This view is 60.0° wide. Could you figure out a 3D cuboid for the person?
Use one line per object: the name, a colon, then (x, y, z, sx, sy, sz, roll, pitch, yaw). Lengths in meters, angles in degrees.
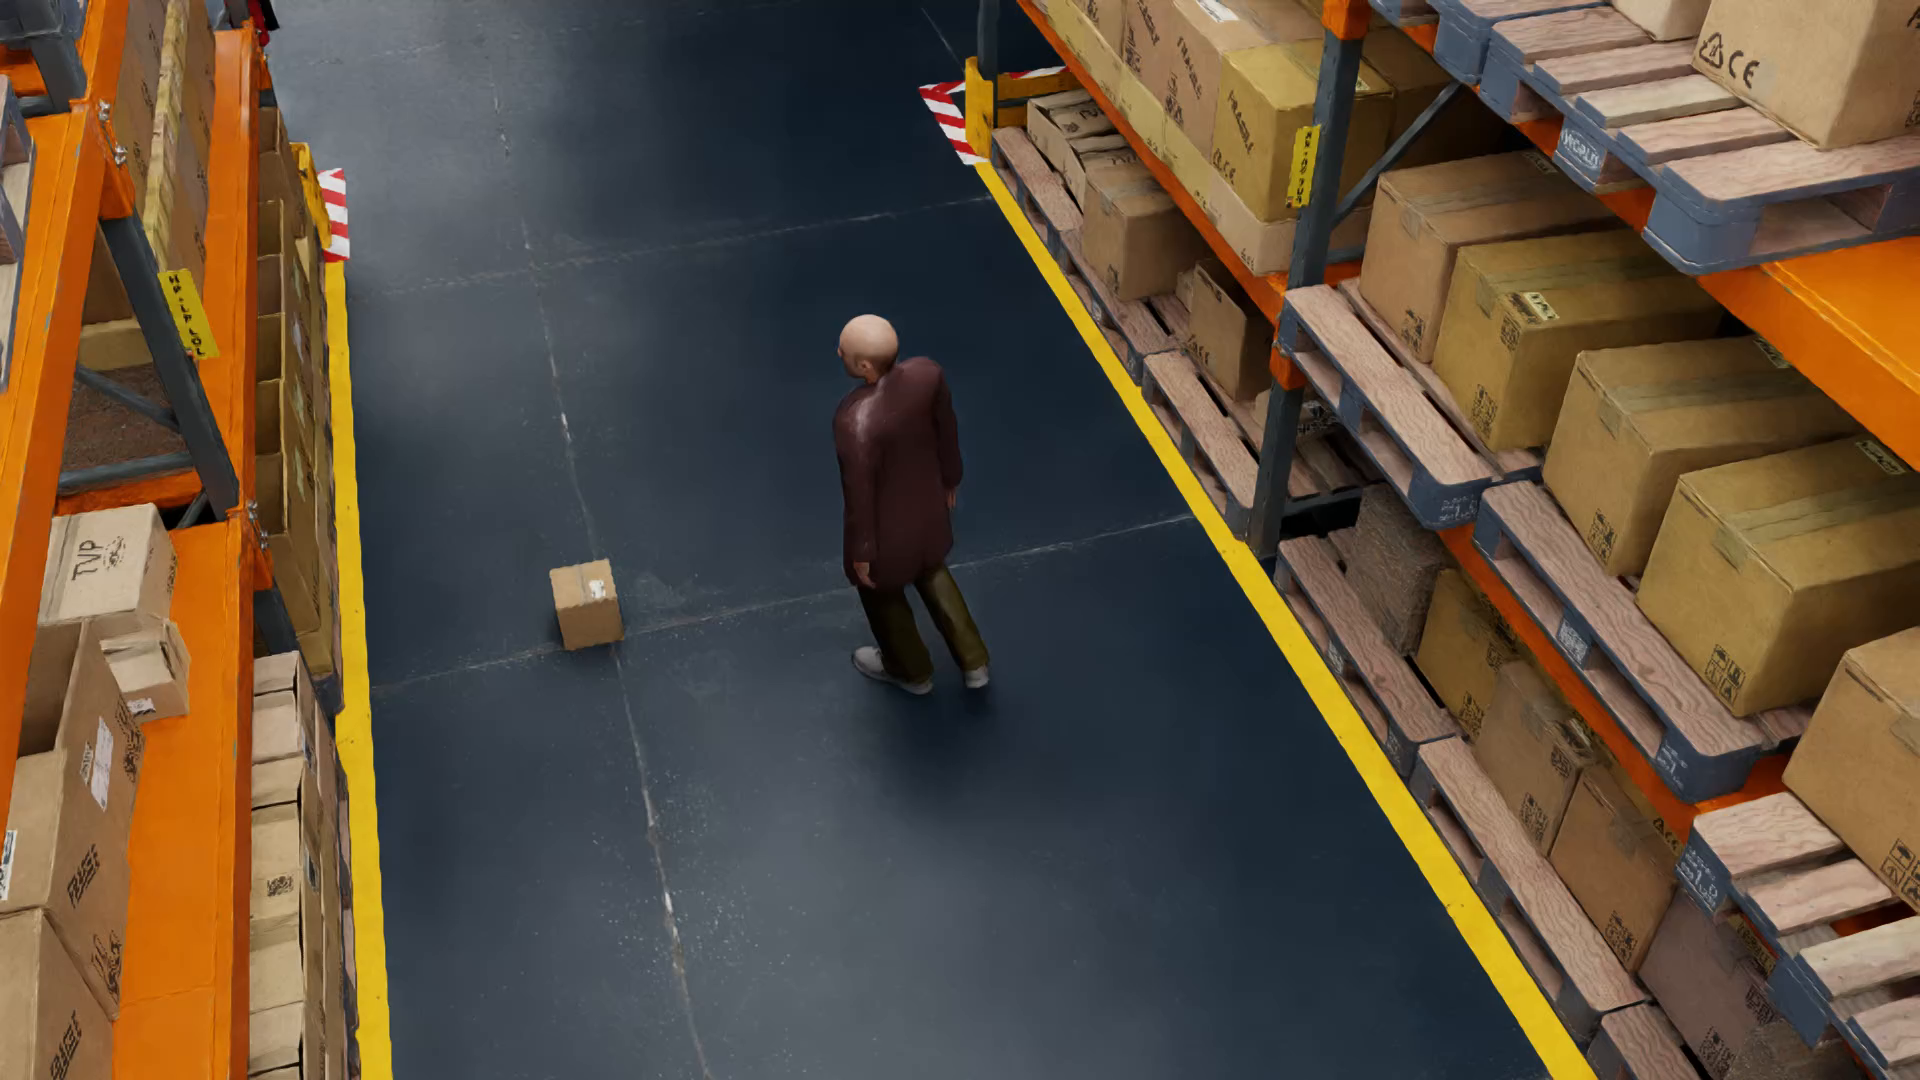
person: (-0.172, -0.068, 6.246, 0.599, 1.770, 0.621, 29, 49, 29)
